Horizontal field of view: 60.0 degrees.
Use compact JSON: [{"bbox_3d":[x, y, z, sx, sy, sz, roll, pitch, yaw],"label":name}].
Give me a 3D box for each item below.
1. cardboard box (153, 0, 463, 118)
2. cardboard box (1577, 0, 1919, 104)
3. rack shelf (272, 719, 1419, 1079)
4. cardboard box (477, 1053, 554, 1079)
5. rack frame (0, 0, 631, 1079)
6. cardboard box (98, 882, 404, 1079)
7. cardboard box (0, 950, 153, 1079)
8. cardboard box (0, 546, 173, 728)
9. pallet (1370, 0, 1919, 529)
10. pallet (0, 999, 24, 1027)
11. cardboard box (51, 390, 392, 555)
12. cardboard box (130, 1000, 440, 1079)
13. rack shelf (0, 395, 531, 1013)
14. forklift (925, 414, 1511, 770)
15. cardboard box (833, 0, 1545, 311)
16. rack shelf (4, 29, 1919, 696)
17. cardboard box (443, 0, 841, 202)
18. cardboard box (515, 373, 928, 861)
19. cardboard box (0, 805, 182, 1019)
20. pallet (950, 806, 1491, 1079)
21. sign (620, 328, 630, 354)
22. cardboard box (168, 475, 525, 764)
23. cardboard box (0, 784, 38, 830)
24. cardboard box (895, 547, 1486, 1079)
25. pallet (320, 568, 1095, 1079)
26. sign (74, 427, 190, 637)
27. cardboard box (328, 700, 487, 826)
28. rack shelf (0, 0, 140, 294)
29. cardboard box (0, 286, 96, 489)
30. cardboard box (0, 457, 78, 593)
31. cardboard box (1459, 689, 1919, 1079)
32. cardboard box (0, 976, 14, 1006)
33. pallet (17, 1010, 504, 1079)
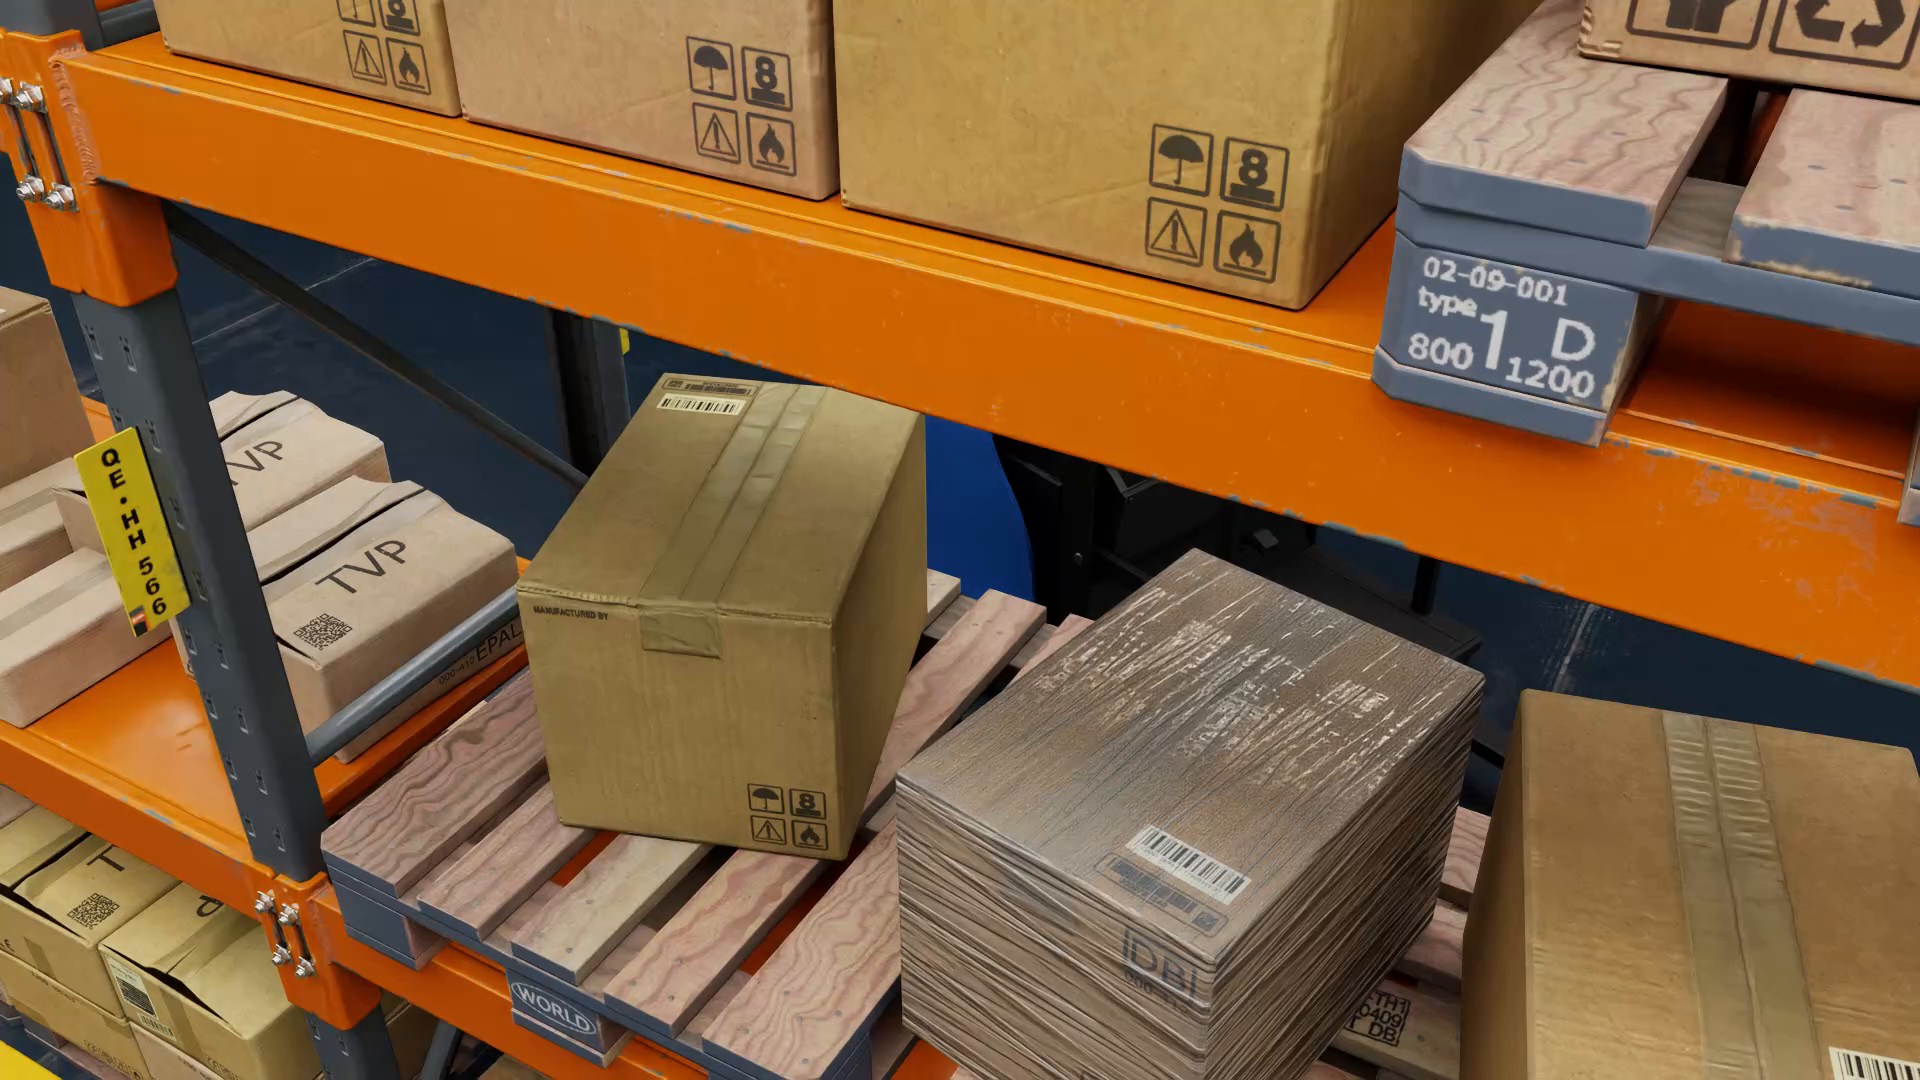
[{"bbox_3d":[-0.578,-0.981,2.220,0.500,0.500,0.910,18,37,24],"label":"cardboard box"},{"bbox_3d":[0.939,-0.740,1.390,0.600,0.600,0.600,16,37,23],"label":"cardboard box"},{"bbox_3d":[0.763,1.055,2.608,4.000,0.370,1.077,18,37,24],"label":"rack shelf"},{"bbox_3d":[-0.720,1.326,3.411,0.500,0.500,0.500,19,38,26],"label":"cardboard box"},{"bbox_3d":[-0.974,0.206,3.235,0.127,3.000,1.000,18,37,24],"label":"rack frame"},{"bbox_3d":[-1.551,0.916,3.763,0.500,0.311,0.500,19,38,26],"label":"cardboard box"},{"bbox_3d":[-2.001,1.008,4.132,0.500,0.250,0.500,17,37,24],"label":"cardboard box"},{"bbox_3d":[-1.892,0.196,3.476,0.250,0.149,0.380,18,37,24],"label":"cardboard box"},{"bbox_3d":[1.066,-0.361,1.550,1.003,0.211,1.213,18,37,24],"label":"pallet"},{"bbox_3d":[-2.724,0.785,4.880,1.213,0.211,1.003,18,37,24],"label":"pallet"},{"bbox_3d":[-1.654,-0.096,3.769,0.500,0.311,0.500,17,37,24],"label":"cardboard box"},{"bbox_3d":[-1.552,1.148,3.921,0.500,0.250,0.500,19,38,25],"label":"cardboard box"},{"bbox_3d":[-2.710,-0.045,4.260,4.000,0.370,1.077,18,37,24],"label":"rack shelf"},{"bbox_3d":[0.908,-0.631,4.554,1.130,2.935,3.031,-25,41,-32],"label":"forklift"},{"bbox_3d":[0.316,-0.697,1.794,0.500,0.500,0.910,18,37,24],"label":"cardboard box"},{"bbox_3d":[0.763,-0.193,1.777,4.000,0.370,1.077,18,37,24],"label":"rack shelf"},{"bbox_3d":[-0.135,-0.840,2.009,0.500,0.500,0.910,18,37,24],"label":"cardboard box"},{"bbox_3d":[-0.371,0.108,2.912,0.500,0.500,0.700,6,34,9],"label":"cardboard box"},{"bbox_3d":[-2.005,0.777,3.973,0.500,0.311,0.500,17,37,24],"label":"cardboard box"},{"bbox_3d":[0.717,0.818,2.488,1.213,0.211,1.003,18,37,24],"label":"pallet"},{"bbox_3d":[-0.713,-0.507,3.332,0.005,0.325,0.100,18,37,24],"label":"sign"},{"bbox_3d":[-1.268,0.122,3.441,0.500,0.311,0.500,20,39,27],"label":"cardboard box"},{"bbox_3d":[-2.442,0.637,4.184,0.500,0.311,0.500,17,37,24],"label":"cardboard box"},{"bbox_3d":[0.328,0.452,2.396,0.500,0.500,0.700,25,41,33],"label":"cardboard box"},{"bbox_3d":[-0.350,0.438,3.059,1.003,0.211,1.213,18,37,24],"label":"pallet"},{"bbox_3d":[-1.246,-0.008,2.511,0.005,0.325,0.100,18,37,24],"label":"sign"},{"bbox_3d":[-1.283,0.657,4.154,0.500,0.311,0.500,19,38,26],"label":"cardboard box"},{"bbox_3d":[-2.710,-1.293,3.429,4.000,0.370,1.077,18,37,24],"label":"rack shelf"},{"bbox_3d":[-2.439,-0.289,3.888,0.500,0.500,0.500,16,37,22],"label":"cardboard box"},{"bbox_3d":[-2.109,-0.013,3.790,0.250,0.149,0.380,21,39,28],"label":"cardboard box"},{"bbox_3d":[0.935,0.633,2.124,0.500,0.500,0.700,8,35,12],"label":"cardboard box"},{"bbox_3d":[-2.436,0.868,4.342,0.500,0.250,0.500,18,38,25],"label":"cardboard box"},{"bbox_3d":[-1.669,1.121,4.376,1.213,0.211,1.003,18,37,24],"label":"pallet"}]
